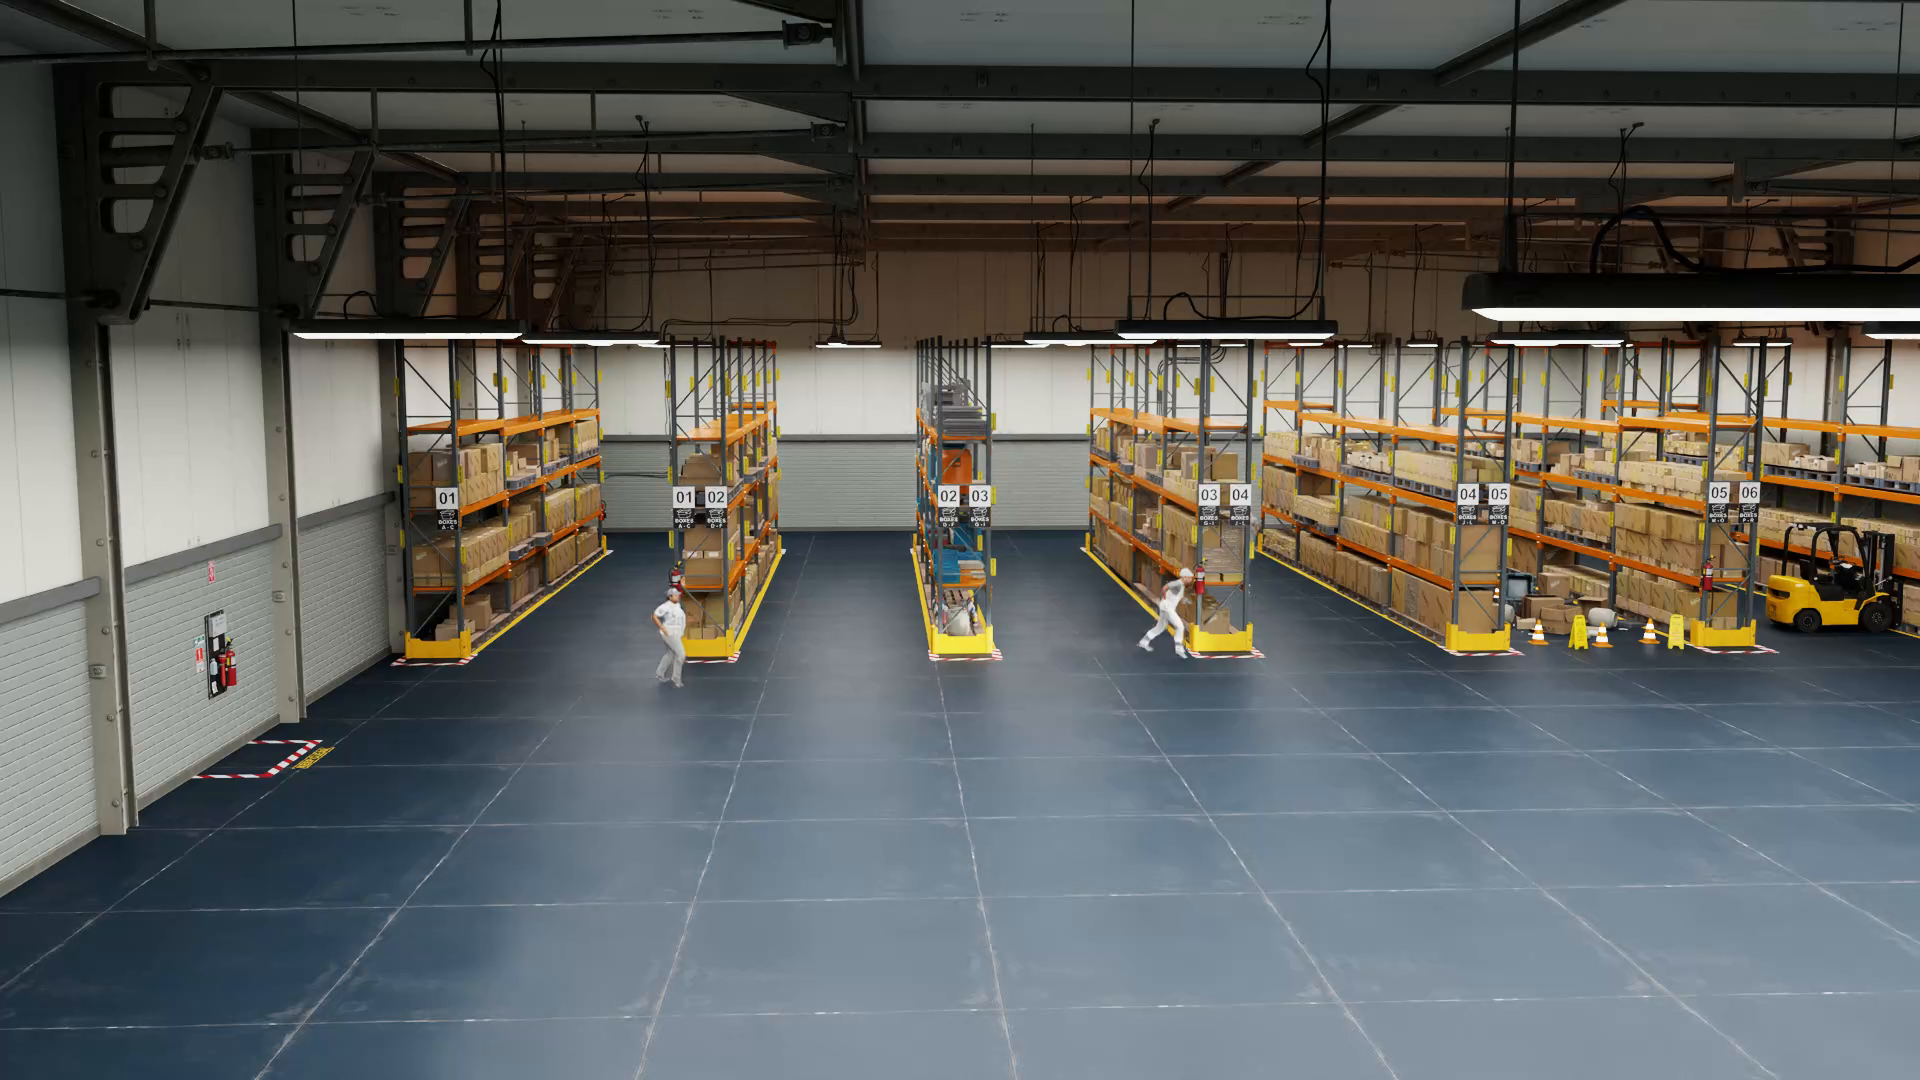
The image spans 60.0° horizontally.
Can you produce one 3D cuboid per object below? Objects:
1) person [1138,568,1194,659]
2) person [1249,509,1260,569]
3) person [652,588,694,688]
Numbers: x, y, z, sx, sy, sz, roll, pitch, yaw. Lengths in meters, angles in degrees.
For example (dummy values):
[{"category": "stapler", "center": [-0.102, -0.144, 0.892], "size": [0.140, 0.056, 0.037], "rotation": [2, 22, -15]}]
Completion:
[{"category": "person", "center": [3.854, 1.379, 31.121], "size": [1.054, 1.731, 0.706], "rotation": [2, 7, 19]}, {"category": "person", "center": [7.616, -0.056, 43.836], "size": [0.560, 1.639, 0.603], "rotation": [0, 6, 1]}, {"category": "person", "center": [-4.927, 1.680, 28.514], "size": [0.733, 1.726, 0.584], "rotation": [2, 7, 14]}]
